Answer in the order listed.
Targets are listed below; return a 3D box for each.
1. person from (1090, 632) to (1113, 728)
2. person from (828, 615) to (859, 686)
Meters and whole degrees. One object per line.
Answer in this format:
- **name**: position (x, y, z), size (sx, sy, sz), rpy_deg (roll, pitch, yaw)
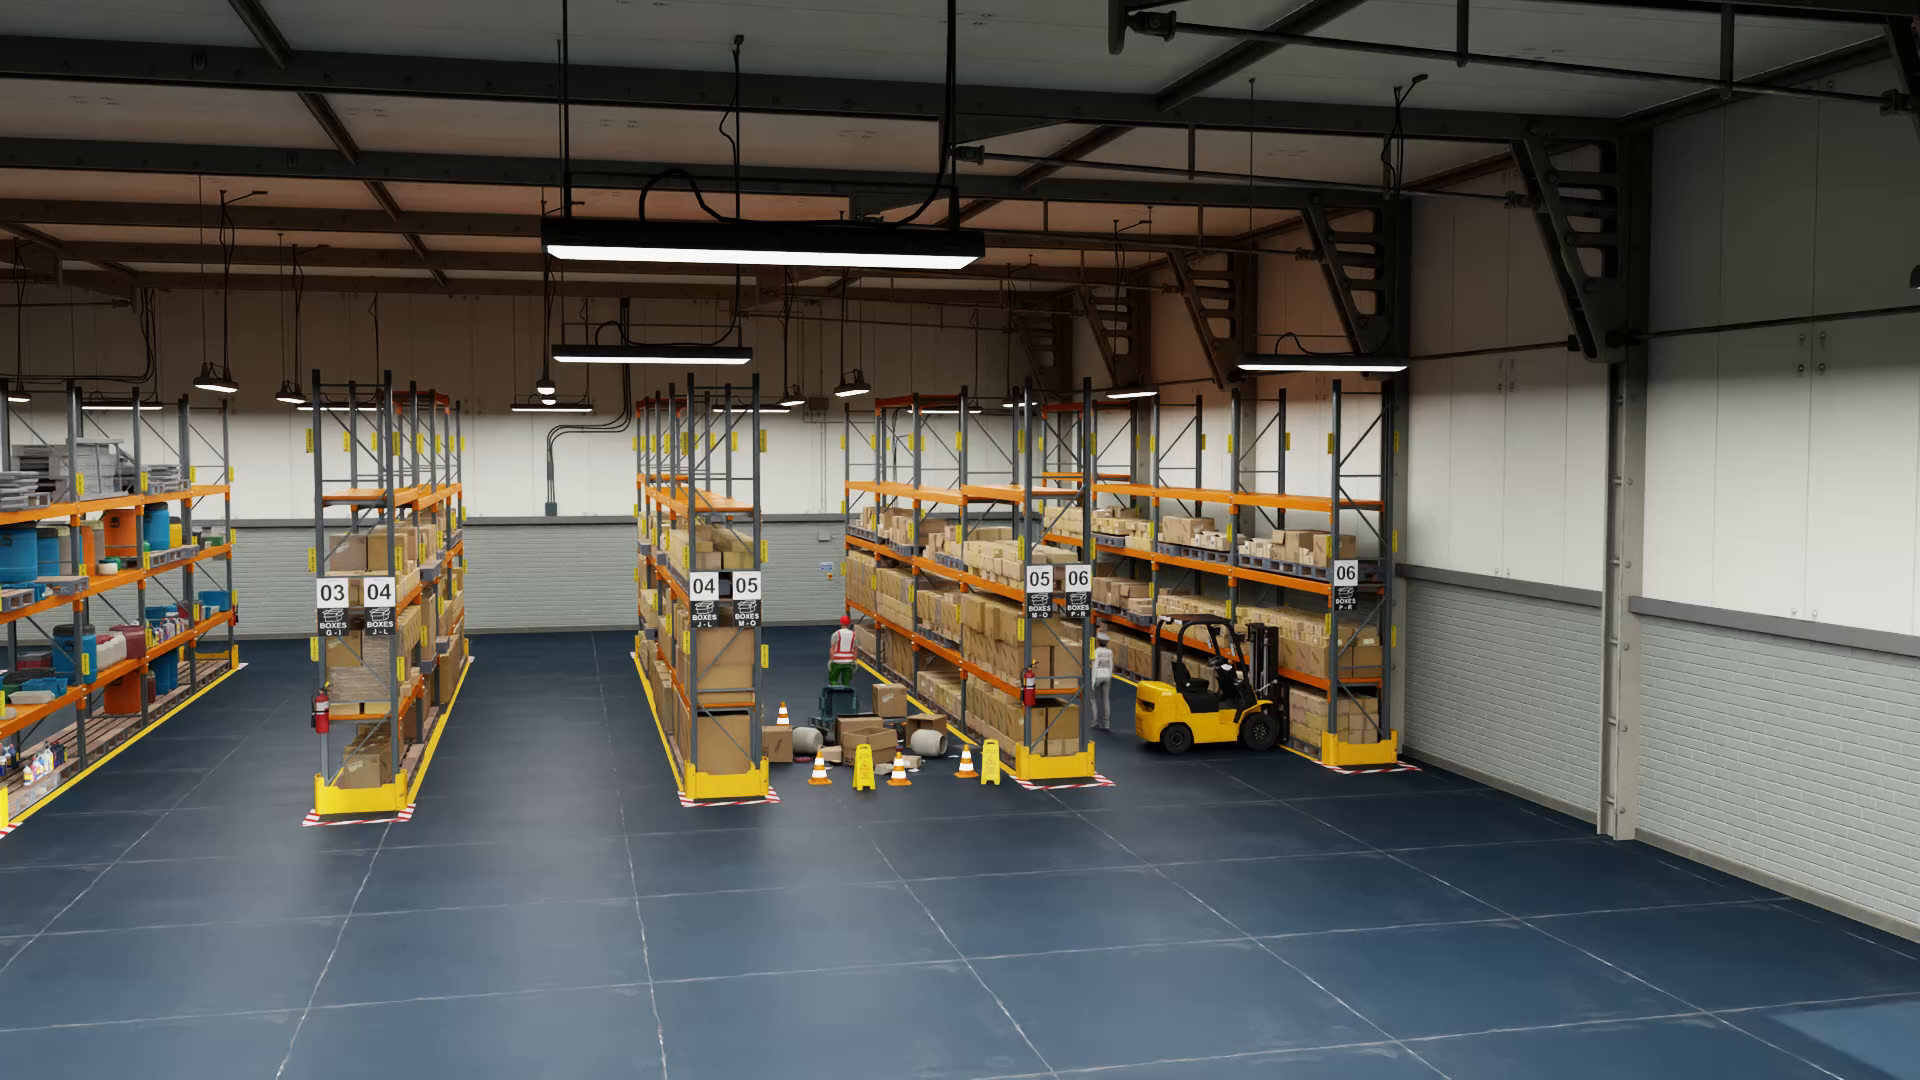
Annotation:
- **person**: position (2.501, 2.497, 29.262), size (0.487, 1.743, 0.579), rpy_deg (-1, 3, -18)
- **person**: position (-2.182, 2.303, 31.112), size (0.593, 1.785, 0.461), rpy_deg (-1, 3, -16)
